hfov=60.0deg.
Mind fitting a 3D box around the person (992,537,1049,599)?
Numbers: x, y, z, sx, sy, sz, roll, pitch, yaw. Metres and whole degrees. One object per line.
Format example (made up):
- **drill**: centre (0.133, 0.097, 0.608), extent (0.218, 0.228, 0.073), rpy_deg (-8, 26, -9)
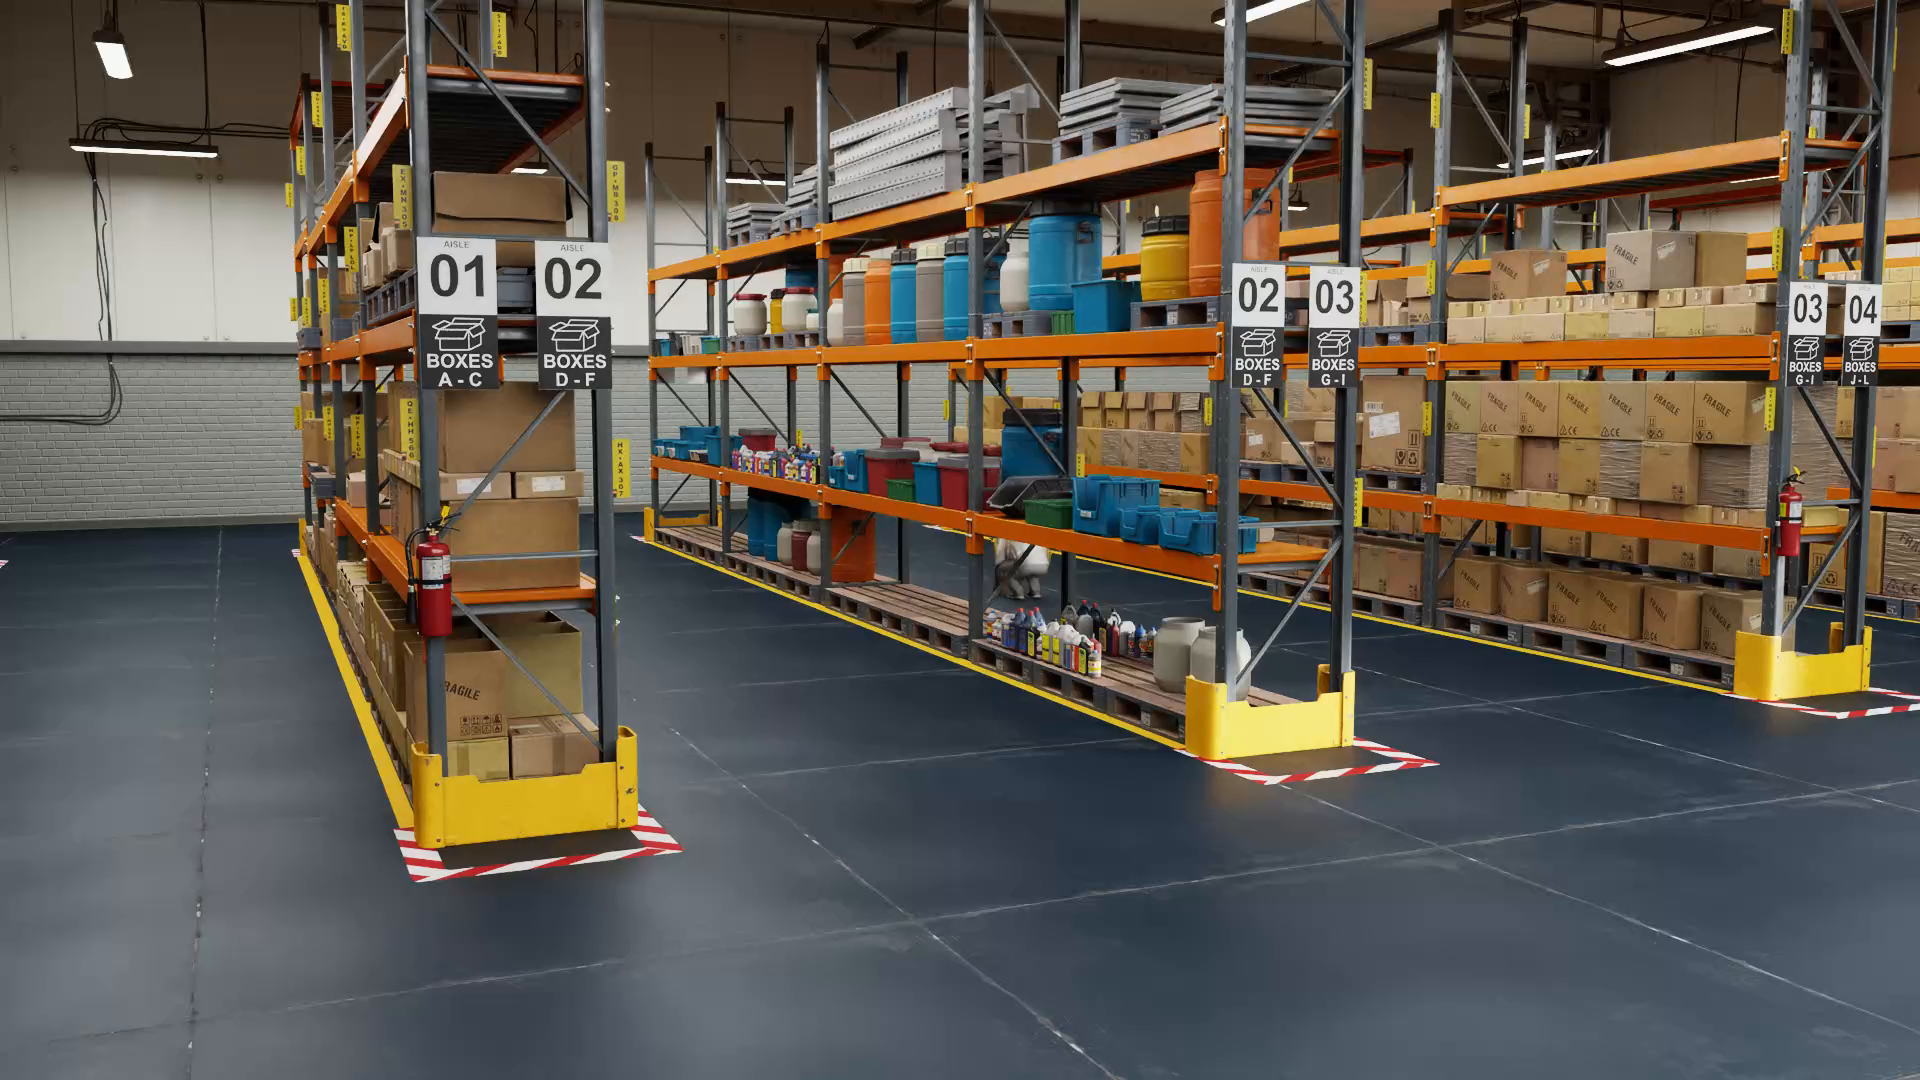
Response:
- **person**: centre (0.666, 0.279, 18.910), extent (0.471, 0.846, 0.883), rpy_deg (-2, 6, -24)
